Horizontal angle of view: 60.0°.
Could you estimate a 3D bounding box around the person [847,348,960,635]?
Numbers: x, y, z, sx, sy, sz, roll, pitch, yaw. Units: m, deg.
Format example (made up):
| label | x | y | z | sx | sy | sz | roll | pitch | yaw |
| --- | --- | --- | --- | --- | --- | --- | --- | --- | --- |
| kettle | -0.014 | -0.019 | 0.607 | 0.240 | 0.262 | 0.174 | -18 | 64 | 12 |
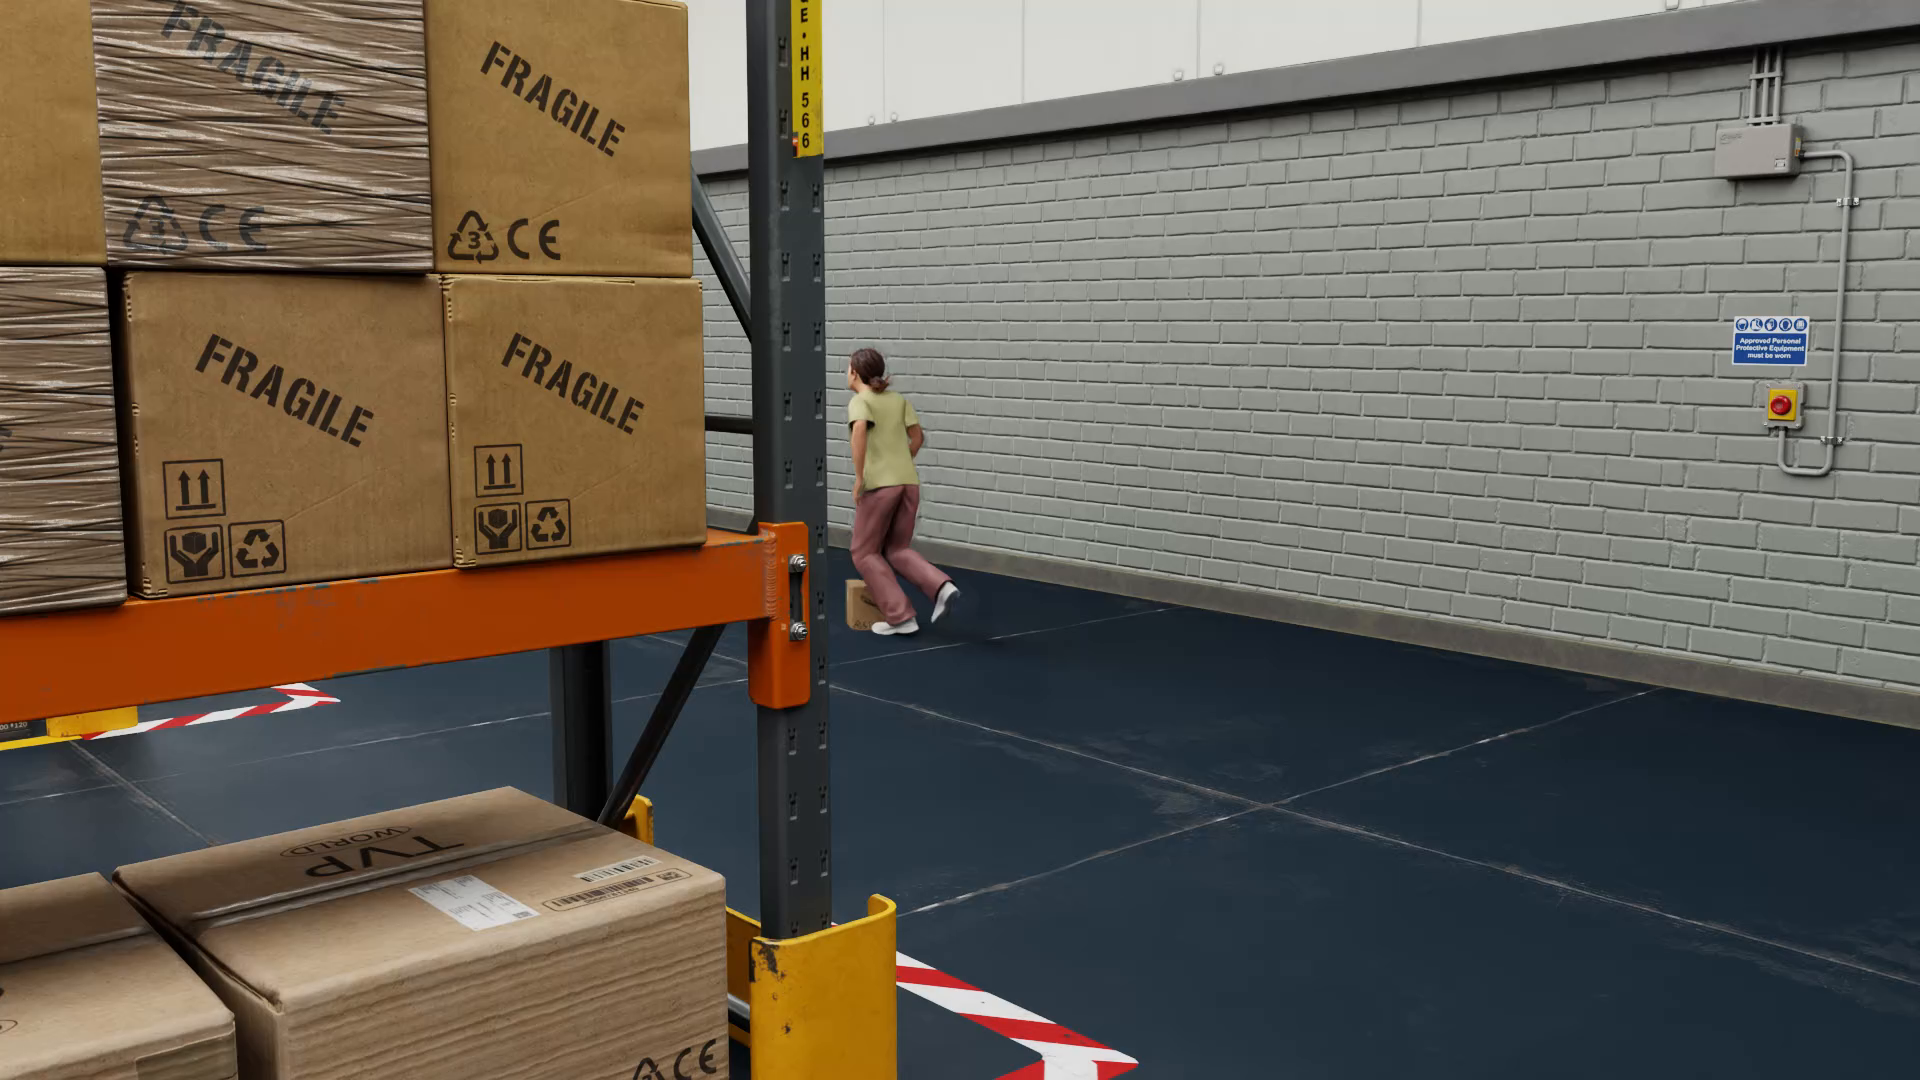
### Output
| label | x | y | z | sx | sy | sz | roll | pitch | yaw |
| --- | --- | --- | --- | --- | --- | --- | --- | --- | --- |
| person | -0.345 | -0.250 | 9.090 | 0.752 | 1.581 | 0.585 | 7 | 10 | 43 |
